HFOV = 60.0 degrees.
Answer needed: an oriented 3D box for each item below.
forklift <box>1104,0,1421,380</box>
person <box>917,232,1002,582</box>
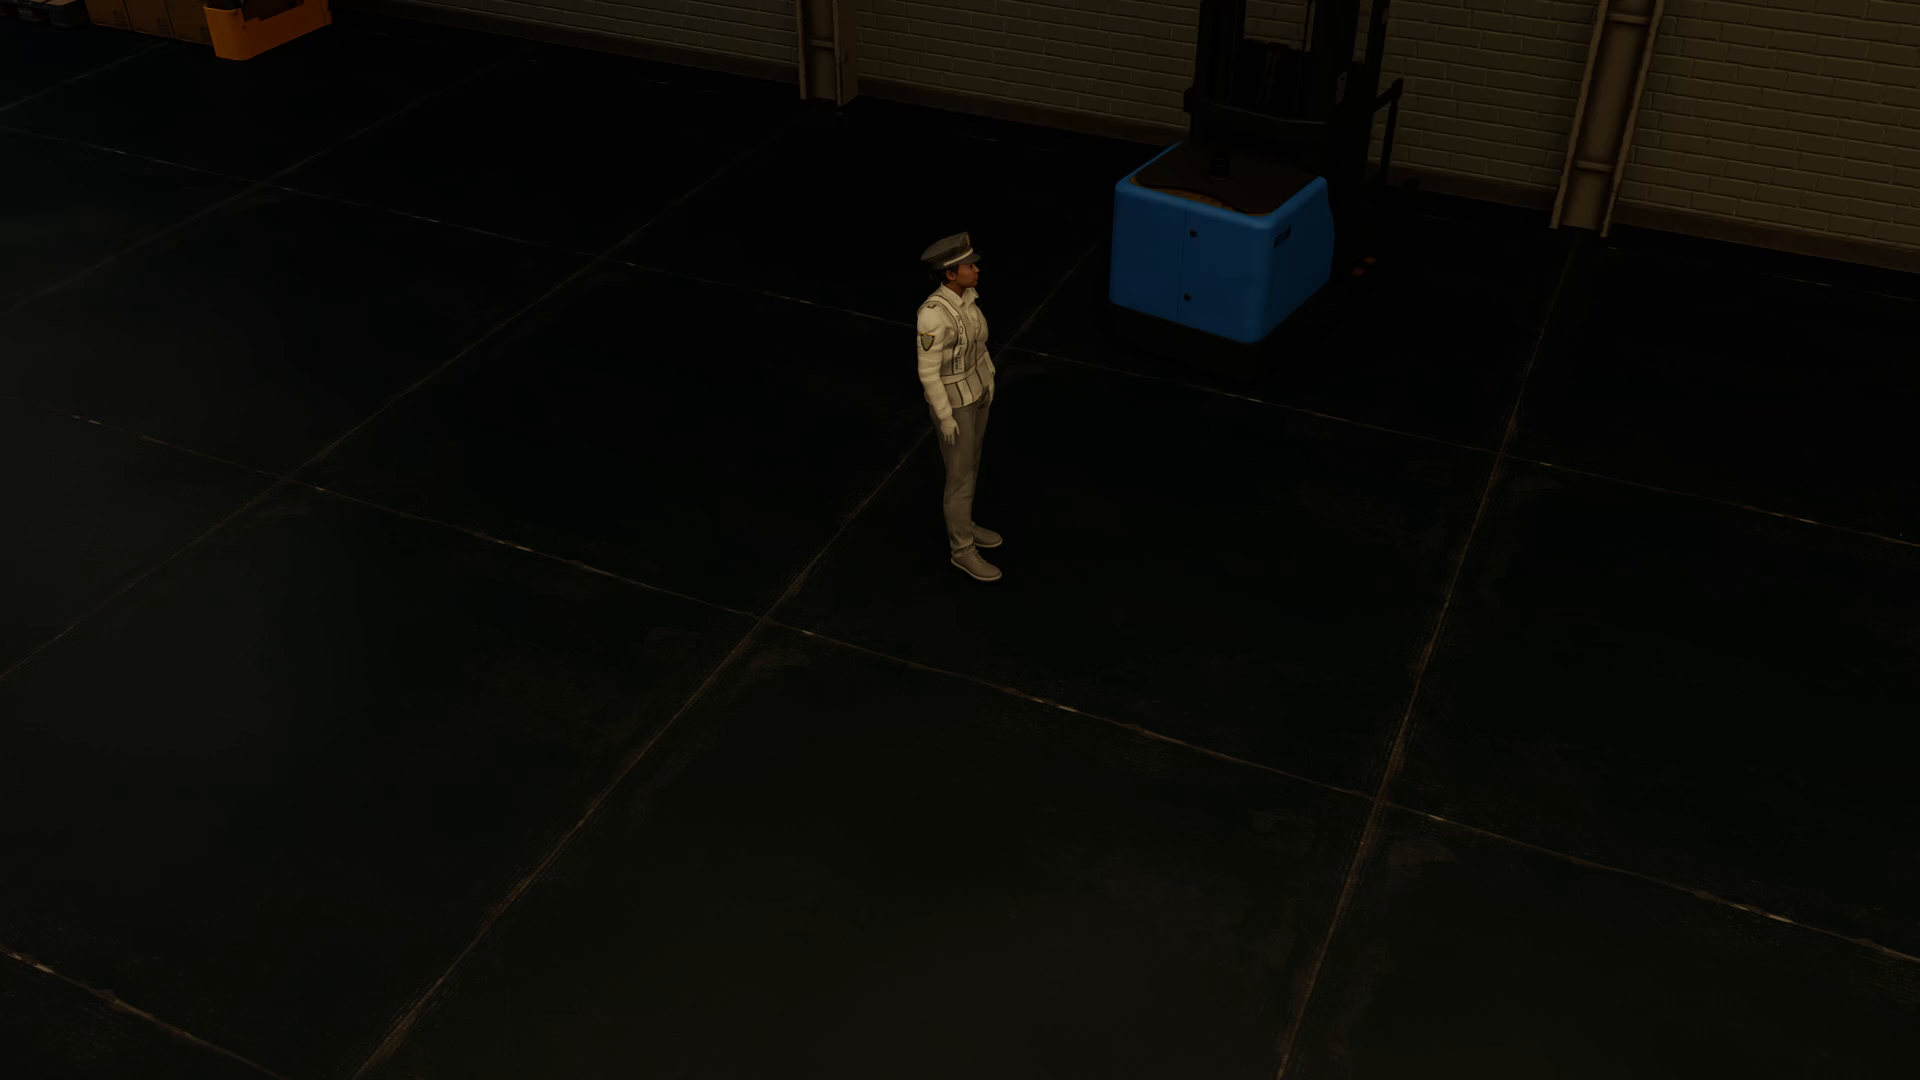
[{"bbox_3d":[2.139,-2.949,10.221,1.130,2.935,3.031,22,41,27],"label":"forklift"},{"bbox_3d":[0.058,-0.676,8.087,0.534,1.696,0.587,15,38,20],"label":"person"}]
